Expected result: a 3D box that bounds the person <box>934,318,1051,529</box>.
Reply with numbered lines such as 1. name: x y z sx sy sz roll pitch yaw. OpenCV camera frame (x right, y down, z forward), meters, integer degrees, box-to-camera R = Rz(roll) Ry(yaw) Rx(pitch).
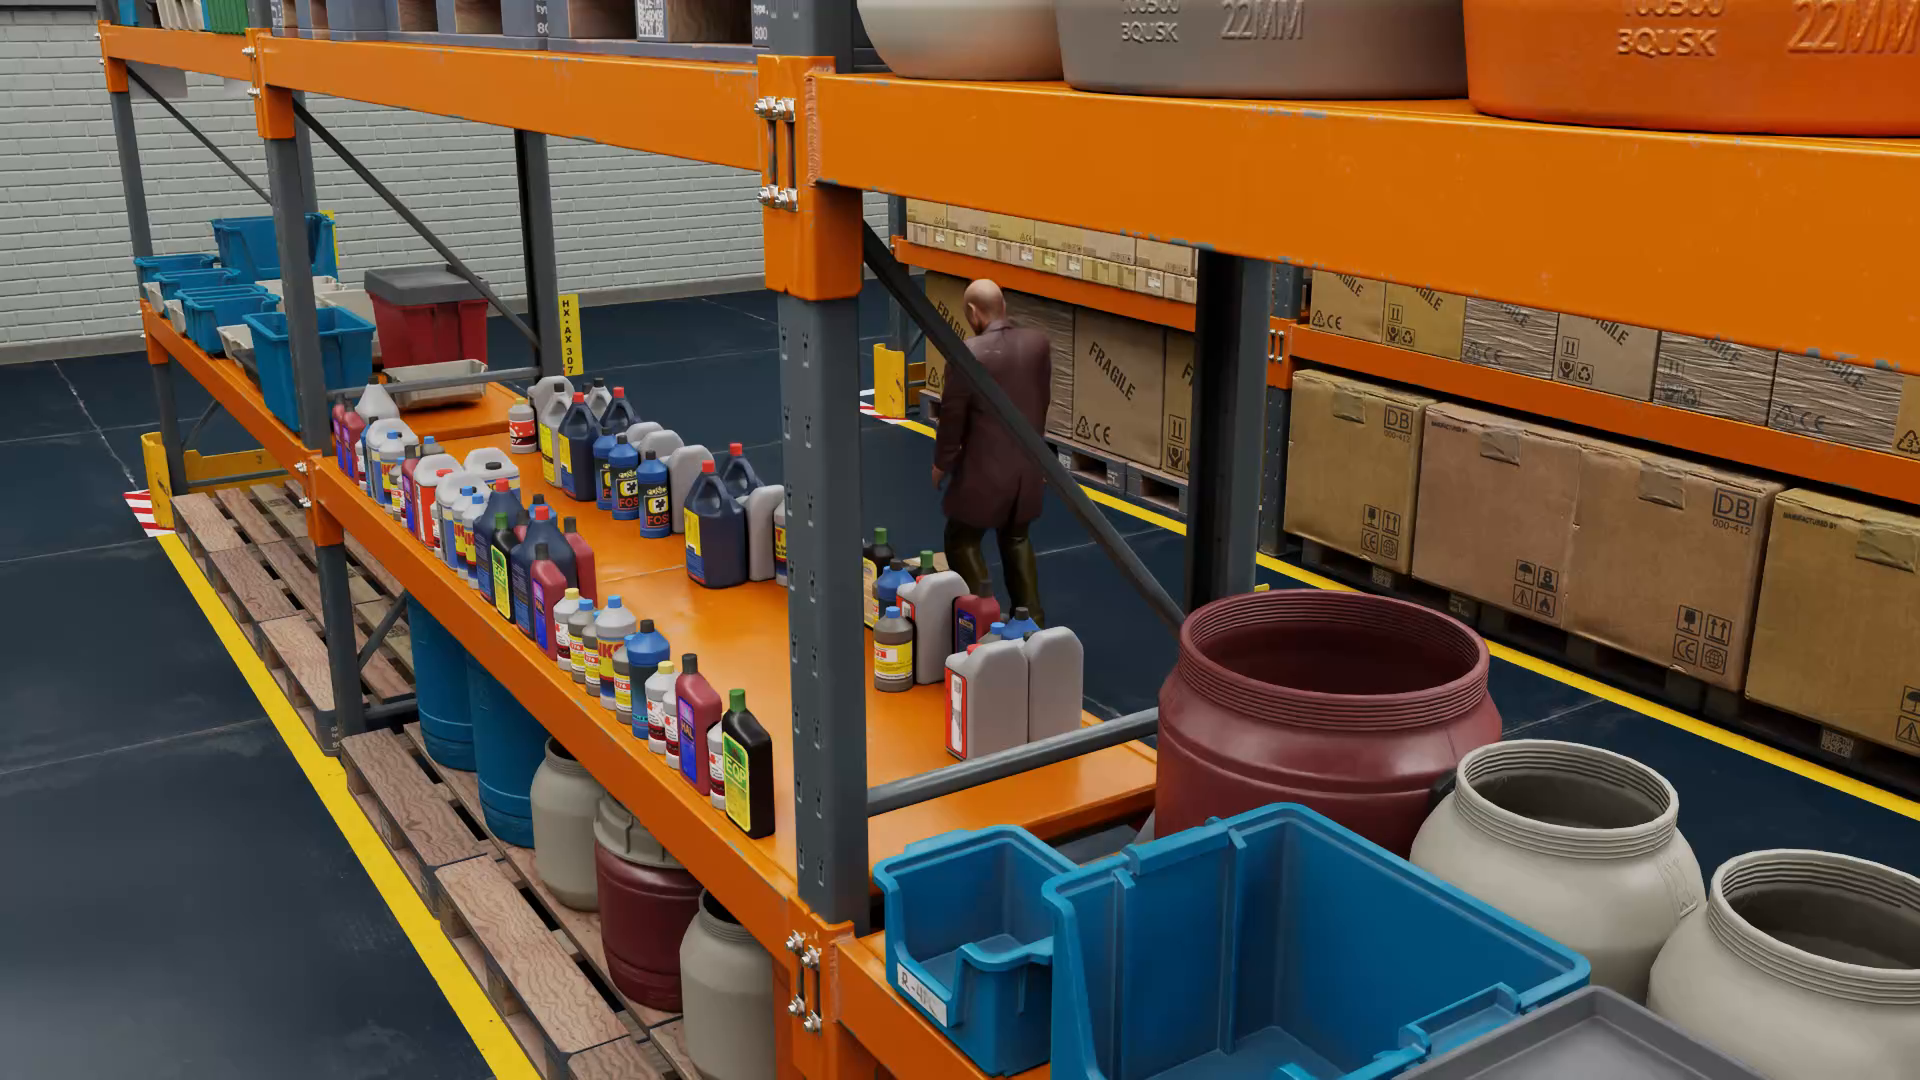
1. person: 0.154 -0.546 7.625 0.587 0.963 0.396 -11 21 -30
